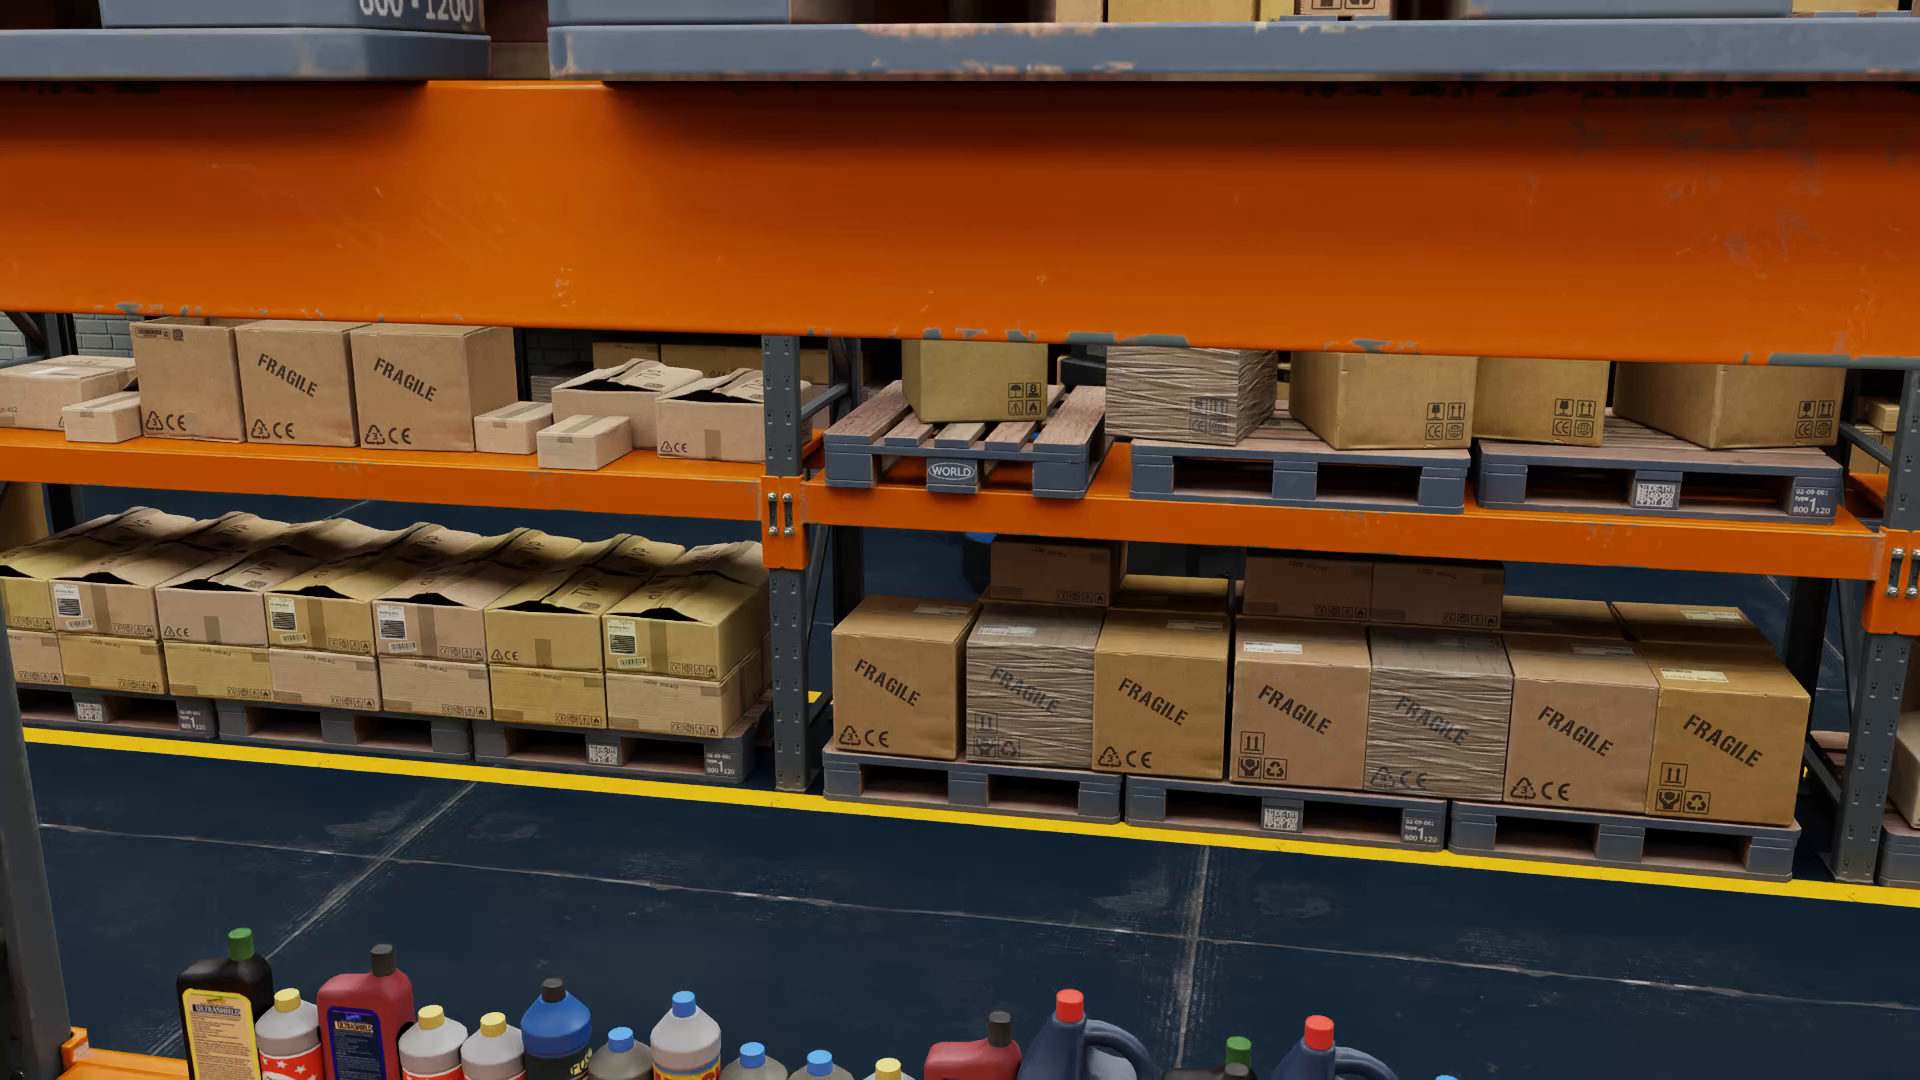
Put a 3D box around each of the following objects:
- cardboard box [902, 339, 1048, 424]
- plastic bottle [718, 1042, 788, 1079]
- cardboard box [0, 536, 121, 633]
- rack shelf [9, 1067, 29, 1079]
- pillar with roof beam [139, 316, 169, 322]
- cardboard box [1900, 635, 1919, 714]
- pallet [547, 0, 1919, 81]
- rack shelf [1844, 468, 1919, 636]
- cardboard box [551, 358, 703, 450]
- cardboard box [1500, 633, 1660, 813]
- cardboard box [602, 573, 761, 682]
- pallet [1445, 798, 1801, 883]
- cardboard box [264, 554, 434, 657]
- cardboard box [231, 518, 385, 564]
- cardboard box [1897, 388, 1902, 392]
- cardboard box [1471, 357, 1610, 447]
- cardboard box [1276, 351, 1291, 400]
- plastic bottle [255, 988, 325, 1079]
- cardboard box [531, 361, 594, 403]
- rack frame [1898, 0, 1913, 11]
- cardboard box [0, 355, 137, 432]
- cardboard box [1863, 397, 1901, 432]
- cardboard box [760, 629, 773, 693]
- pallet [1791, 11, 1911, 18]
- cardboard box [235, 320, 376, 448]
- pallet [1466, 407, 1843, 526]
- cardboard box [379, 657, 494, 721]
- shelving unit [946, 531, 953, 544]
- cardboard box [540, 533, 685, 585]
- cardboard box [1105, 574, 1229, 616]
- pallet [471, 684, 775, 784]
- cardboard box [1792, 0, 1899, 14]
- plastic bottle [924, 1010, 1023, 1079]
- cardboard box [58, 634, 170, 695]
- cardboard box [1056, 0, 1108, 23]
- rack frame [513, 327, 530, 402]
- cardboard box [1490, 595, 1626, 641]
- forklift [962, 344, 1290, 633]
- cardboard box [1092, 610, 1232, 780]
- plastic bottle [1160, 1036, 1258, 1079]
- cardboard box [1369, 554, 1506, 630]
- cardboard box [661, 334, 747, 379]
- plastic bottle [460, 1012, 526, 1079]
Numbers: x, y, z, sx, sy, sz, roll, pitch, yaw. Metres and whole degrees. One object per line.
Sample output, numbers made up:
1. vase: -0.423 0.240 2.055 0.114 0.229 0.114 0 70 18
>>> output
1. cardboard box: 0.047 -0.792 6.758 0.500 0.500 0.700 -2 16 -8
2. plastic bottle: -0.289 0.805 2.339 0.097 0.201 0.097 0 15 0
3. cardboard box: -4.157 0.181 7.532 0.500 0.311 0.500 3 16 11
4. rack shelf: -3.543 0.990 2.645 4.000 0.370 1.077 3 16 11
5. pillar with roof beam: -7.448 -4.221 8.873 0.400 9.000 9.100 3 16 11
6. cardboard box: 3.942 0.616 6.507 0.500 0.500 0.500 3 16 11
7. pallet: 0.437 -0.467 1.295 1.213 0.211 1.003 3 16 11
8. rack shelf: 5.287 0.120 5.786 4.000 0.370 1.077 3 16 11
9. cardboard box: -1.430 -0.601 7.209 0.500 0.311 0.500 3 16 10
10. cardboard box: 2.304 0.680 6.276 0.500 0.500 0.500 3 16 11
11. cardboard box: -1.155 0.344 6.946 0.500 0.311 0.500 4 16 13
12. pallet: 2.523 0.978 6.567 1.213 0.211 1.003 3 16 11
13. cardboard box: -2.650 0.263 7.238 0.500 0.311 0.500 4 16 13
14. cardboard box: -3.058 0.094 7.847 0.500 0.311 0.500 3 16 11
15. cardboard box: 6.196 -0.864 10.671 0.250 0.149 0.380 3 16 10
16. cardboard box: 2.221 -0.687 6.379 0.500 0.500 0.700 6 16 20
17. cardboard box: 1.943 -0.886 11.312 0.750 0.750 0.750 3 16 11
18. plastic bottle: -0.992 0.767 2.477 0.097 0.201 0.097 0 15 0
19. cardboard box: -2.804 -1.027 12.438 0.500 0.500 0.700 4 16 13
20. rack frame: 3.327 -3.224 5.273 0.127 3.000 1.000 3 16 11
21. cardboard box: -4.021 -0.671 7.577 0.500 0.250 0.500 4 16 15
22. cardboard box: 5.834 -0.779 10.365 0.250 0.149 0.380 3 16 9
23. cardboard box: -1.047 0.473 7.531 0.500 0.250 0.500 3 16 11
24. pallet: 2.702 -1.741 5.890 1.003 0.211 1.213 3 16 11
25. cardboard box: -2.756 -0.707 7.237 0.500 0.500 0.500 3 16 11
26. pallet: 2.566 -0.311 6.356 1.213 0.211 1.003 3 16 11
27. cardboard box: -2.155 0.559 7.219 0.500 0.250 0.500 3 16 12
28. shelving unit: 0.052 -0.503 10.342 0.252 1.050 0.215 3 16 11
29. cardboard box: -1.563 0.177 7.549 0.500 0.311 0.500 3 16 10
30. cardboard box: 0.878 0.463 7.059 0.500 0.500 0.500 3 16 9
31. pallet: -1.391 0.744 7.409 1.213 0.211 1.003 3 16 11
32. cardboard box: 2.849 -2.123 5.757 0.600 0.600 0.600 2 16 6
33. plastic bottle: 0.018 0.777 2.286 0.133 0.283 0.061 3 16 11
34. cardboard box: -3.666 0.478 7.510 0.500 0.250 0.500 4 16 12
35. cardboard box: 0.342 -1.998 6.278 0.500 0.500 0.910 3 16 11
36. rack frame: -3.529 -2.054 12.289 0.127 3.000 1.000 3 16 11
37. cardboard box: 2.377 0.545 6.764 0.500 0.500 0.500 3 16 12
38. forklift: 1.342 -0.928 8.352 1.130 2.935 3.031 -13 20 -38
39. cardboard box: 0.801 0.601 6.563 0.500 0.500 0.500 3 16 10
40. plastic bottle: 0.330 0.794 2.225 0.133 0.283 0.061 3 16 11
41. cardboard box: 1.922 0.156 6.764 0.500 0.250 0.500 3 16 11
42. cardboard box: -1.861 -1.339 12.161 0.500 0.250 0.500 3 16 9
43. plastic bottle: -0.671 0.784 2.414 0.097 0.201 0.097 0 15 0
